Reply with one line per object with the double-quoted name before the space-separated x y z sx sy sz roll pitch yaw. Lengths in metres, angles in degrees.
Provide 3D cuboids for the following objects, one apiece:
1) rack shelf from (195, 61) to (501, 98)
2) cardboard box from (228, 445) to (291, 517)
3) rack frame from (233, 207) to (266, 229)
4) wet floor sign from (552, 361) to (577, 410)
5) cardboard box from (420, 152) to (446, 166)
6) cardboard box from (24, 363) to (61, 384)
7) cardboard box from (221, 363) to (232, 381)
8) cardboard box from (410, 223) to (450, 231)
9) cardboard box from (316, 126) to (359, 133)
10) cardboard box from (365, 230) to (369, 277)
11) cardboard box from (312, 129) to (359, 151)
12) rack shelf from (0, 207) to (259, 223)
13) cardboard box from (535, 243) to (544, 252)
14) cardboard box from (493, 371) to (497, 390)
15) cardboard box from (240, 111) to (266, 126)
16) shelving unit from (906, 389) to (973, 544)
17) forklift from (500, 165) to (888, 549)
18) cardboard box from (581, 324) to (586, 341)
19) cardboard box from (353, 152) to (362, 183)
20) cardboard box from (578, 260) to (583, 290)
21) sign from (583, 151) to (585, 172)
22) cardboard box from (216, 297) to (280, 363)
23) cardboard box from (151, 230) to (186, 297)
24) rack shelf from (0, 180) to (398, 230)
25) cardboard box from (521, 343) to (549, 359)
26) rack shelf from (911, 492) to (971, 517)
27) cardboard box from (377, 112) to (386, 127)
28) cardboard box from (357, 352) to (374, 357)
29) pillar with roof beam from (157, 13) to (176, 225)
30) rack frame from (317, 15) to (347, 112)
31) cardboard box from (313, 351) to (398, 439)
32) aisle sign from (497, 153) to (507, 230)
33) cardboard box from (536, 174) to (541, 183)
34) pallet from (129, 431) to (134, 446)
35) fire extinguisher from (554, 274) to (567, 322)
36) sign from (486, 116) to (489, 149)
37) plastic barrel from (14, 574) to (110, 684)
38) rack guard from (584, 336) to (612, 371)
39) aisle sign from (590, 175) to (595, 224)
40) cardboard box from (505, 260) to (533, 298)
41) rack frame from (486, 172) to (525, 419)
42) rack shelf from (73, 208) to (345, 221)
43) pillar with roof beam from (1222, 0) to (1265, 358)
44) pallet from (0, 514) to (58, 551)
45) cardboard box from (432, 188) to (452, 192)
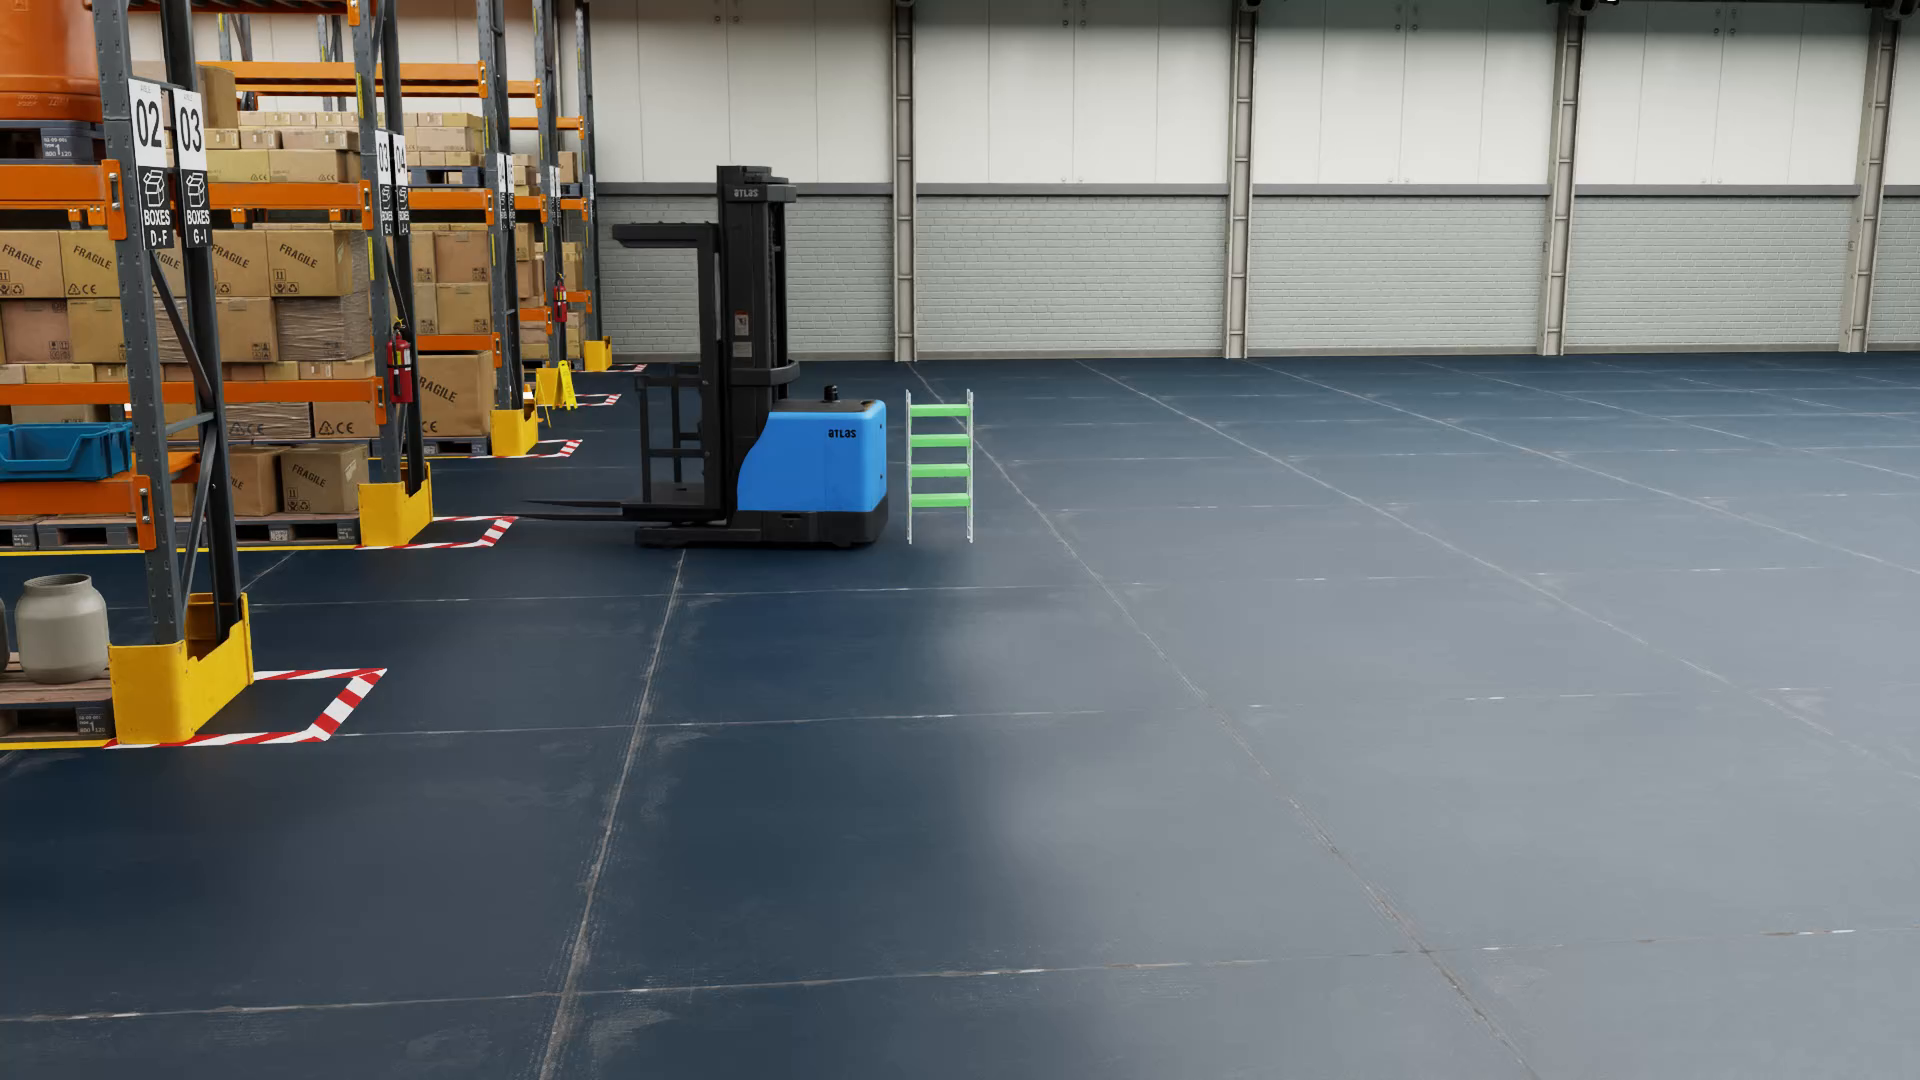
"rack shelf" -6.963 -4.840 17.561 4.000 0.370 1.077 -1 11 -6
"cardboard box" -5.753 -0.485 13.449 0.500 0.500 0.500 2 11 9
"rack frame" -9.587 -3.351 22.638 0.127 3.000 1.000 -1 11 -6
"wet floor sign" -5.306 -2.078 22.265 0.232 0.644 0.267 3 11 14
"cardboard box" -5.520 -4.014 17.537 0.250 0.149 0.380 -1 11 -6
"cardboard box" -7.030 -1.305 12.881 0.250 0.149 0.380 -1 11 -6
"cardboard box" -5.796 -1.346 13.087 0.250 0.149 0.380 -1 11 -6
"cardboard box" -7.094 -4.028 22.459 0.500 0.500 0.700 -1 11 -7
"cardboard box" -6.428 -4.202 17.461 0.500 0.250 0.500 -1 11 -6
"cardboard box" -6.456 -3.076 18.049 0.550 0.550 0.875 -1 11 -6
"cardboard box" -4.782 -3.062 12.748 0.250 0.149 0.380 -1 11 -6
"rack shelf" -11.575 -4.428 22.206 4.000 0.370 1.077 -1 11 -6
"cardboard box" -6.982 -4.830 27.448 0.250 0.149 0.380 -1 11 -5
"cardboard box" -6.409 -2.222 22.936 0.500 0.250 0.500 -1 11 -6
"cardboard box" -7.288 -4.368 17.271 0.250 0.149 0.380 -1 11 -6
"shelving unit" -0.165 -0.585 13.235 0.503 1.200 0.258 -1 11 -6
"forklift" -2.141 -1.470 13.247 3.031 2.935 1.130 1 11 4
"cardboard box" -6.640 -3.519 28.233 0.500 0.250 0.500 -1 11 -5
"cardboard box" -5.047 -2.972 13.321 0.500 0.250 0.500 -1 11 -4
"cardboard box" -6.672 -4.478 28.112 0.500 0.500 0.500 -1 11 -4
"sign" -6.105 -6.149 27.006 0.005 0.325 0.100 -1 11 -6
"cardboard box" -5.574 -1.689 13.155 0.500 0.500 0.875 -1 11 -6
"cardboard box" -6.054 -2.139 12.852 0.500 0.500 0.500 -1 11 -6
"rack shelf" -6.528 -2.611 12.963 4.000 0.370 1.077 -1 11 -6
"cardboard box" -7.078 -3.164 27.727 0.500 0.250 0.500 -1 11 -6
"rack shelf" -0.165 -0.287 13.293 0.480 0.148 0.258 -1 11 -6
"cardboard box" -6.034 -4.394 17.404 0.250 0.149 0.380 -1 11 -5
"cardboard box" -4.849 -1.451 13.621 0.250 0.149 0.380 -1 11 -6
"pillar with roof beam" -12.439 -6.538 23.295 0.400 9.000 9.100 -1 11 -6
"rack frame" -10.127 -7.247 26.901 0.127 3.000 1.000 -1 11 -6
"cardboard box" -6.517 -1.605 18.177 0.875 0.875 0.875 -1 11 -7
"aisle sign" -4.872 -3.707 17.708 0.004 0.787 0.394 -1 11 -6
"cardboard box" -6.941 -5.914 27.204 0.250 0.149 0.380 -2 11 -8
"pallet" -9.711 -1.005 17.934 1.213 0.211 1.003 -1 11 -6
"fire extinguisher" -5.447 -3.311 22.632 0.183 0.674 0.296 -1 11 -6
"sign" -4.930 -4.250 17.346 0.005 0.325 0.100 -1 11 -6
"plastic barrel" -4.651 0.459 8.619 0.421 0.512 0.421 0 11 0
"rack guard" -6.126 -3.160 28.147 0.348 0.500 1.175 -1 11 -6
"aisle sign" -6.053 -5.607 27.373 0.004 0.787 0.394 -1 11 -6
"cardboard box" -6.120 -3.565 22.697 0.500 0.500 0.500 -1 11 -7
"rack frame" -4.975 -2.487 18.244 0.127 3.000 1.000 -1 11 -6
"rack shelf" -12.115 -5.380 27.048 4.000 0.370 1.077 -1 11 -6
"pillar with roof beam" 5.455 -6.913 25.202 0.548 9.000 9.100 -1 11 -6
"pallet" -7.853 -0.103 13.346 1.213 0.211 1.003 -1 11 -6
"cardboard box" -6.948 -4.705 22.398 0.250 0.149 0.380 -1 11 -7
